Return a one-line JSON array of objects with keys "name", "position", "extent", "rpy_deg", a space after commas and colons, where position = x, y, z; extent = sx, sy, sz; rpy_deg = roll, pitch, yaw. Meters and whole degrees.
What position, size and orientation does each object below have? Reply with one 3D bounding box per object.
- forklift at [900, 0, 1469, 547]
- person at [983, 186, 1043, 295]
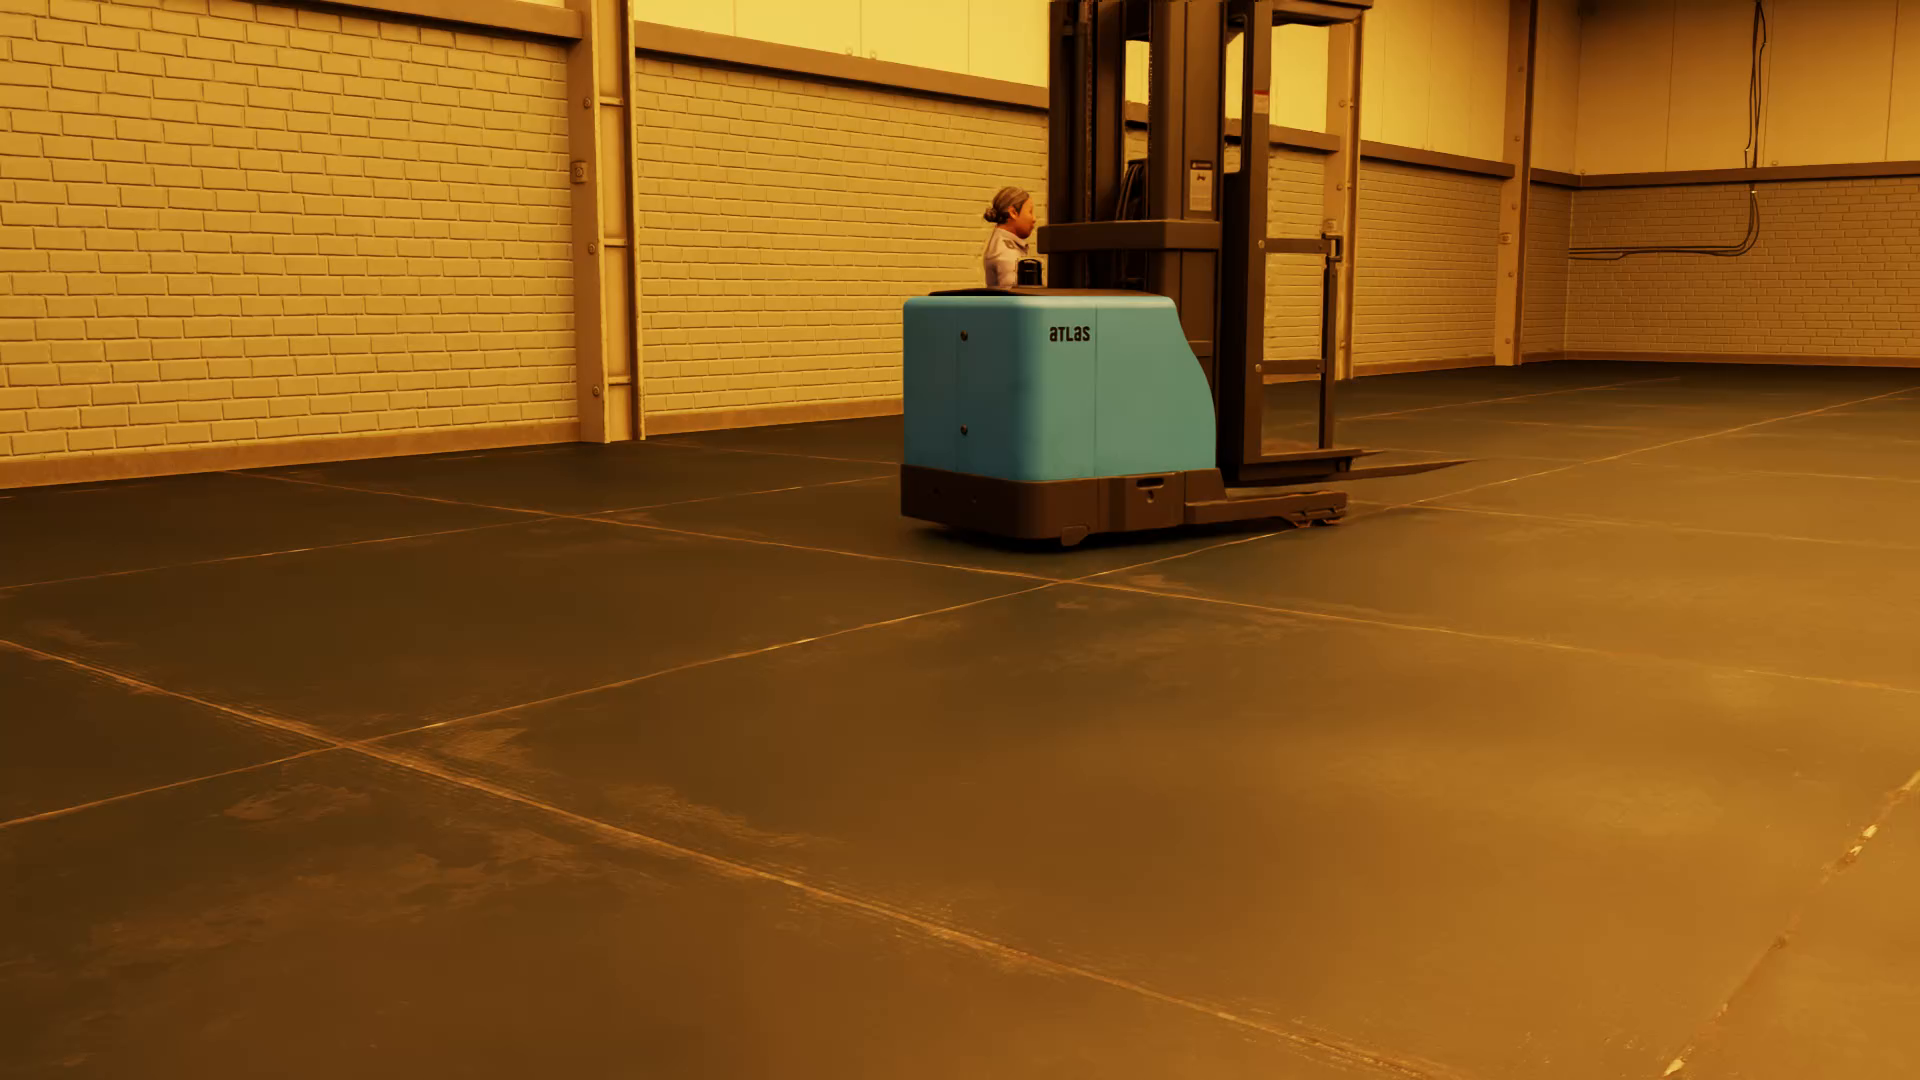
[{"name": "forklift", "position": [1.230, -1.562, 7.954], "extent": [3.031, 2.935, 1.130], "rpy_deg": [-6, 10, -34]}, {"name": "person", "position": [0.403, -0.889, 7.961], "extent": [0.650, 1.576, 0.725], "rpy_deg": [0, 8, 2]}]
